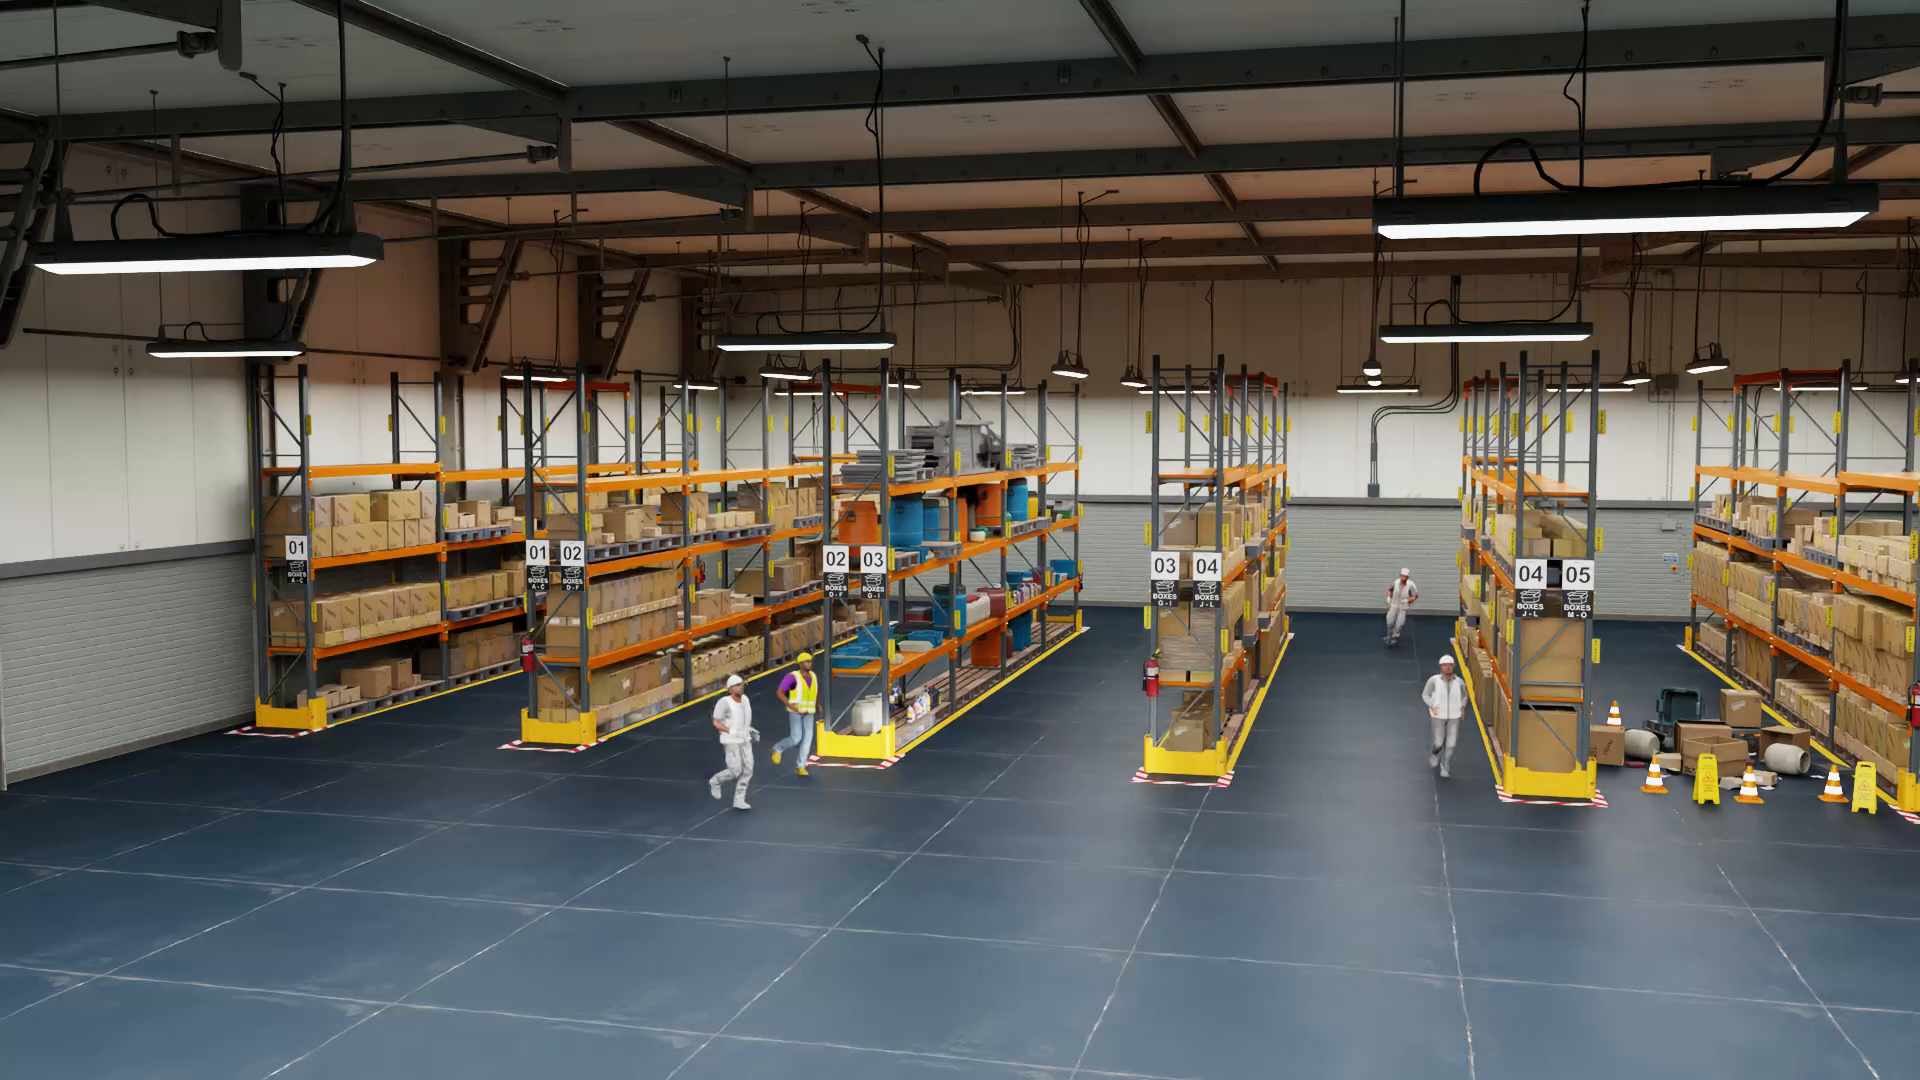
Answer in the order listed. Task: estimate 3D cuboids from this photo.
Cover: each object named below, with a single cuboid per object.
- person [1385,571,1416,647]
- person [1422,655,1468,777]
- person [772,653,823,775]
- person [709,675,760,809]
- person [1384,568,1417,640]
[{"bbox_3d":[9.903,1.551,37.390,0.682,1.743,0.576,2,4,22],"label":"person"},{"bbox_3d":[6.930,2.502,23.727,0.647,1.727,0.580,0,4,5],"label":"person"},{"bbox_3d":[-2.274,2.489,24.032,0.761,1.715,0.830,-3,5,-39],"label":"person"},{"bbox_3d":[-2.961,2.631,21.756,0.679,1.742,0.678,3,5,36],"label":"person"},{"bbox_3d":[10.228,1.502,38.566,0.577,1.688,0.741,-3,5,-36],"label":"person"}]
